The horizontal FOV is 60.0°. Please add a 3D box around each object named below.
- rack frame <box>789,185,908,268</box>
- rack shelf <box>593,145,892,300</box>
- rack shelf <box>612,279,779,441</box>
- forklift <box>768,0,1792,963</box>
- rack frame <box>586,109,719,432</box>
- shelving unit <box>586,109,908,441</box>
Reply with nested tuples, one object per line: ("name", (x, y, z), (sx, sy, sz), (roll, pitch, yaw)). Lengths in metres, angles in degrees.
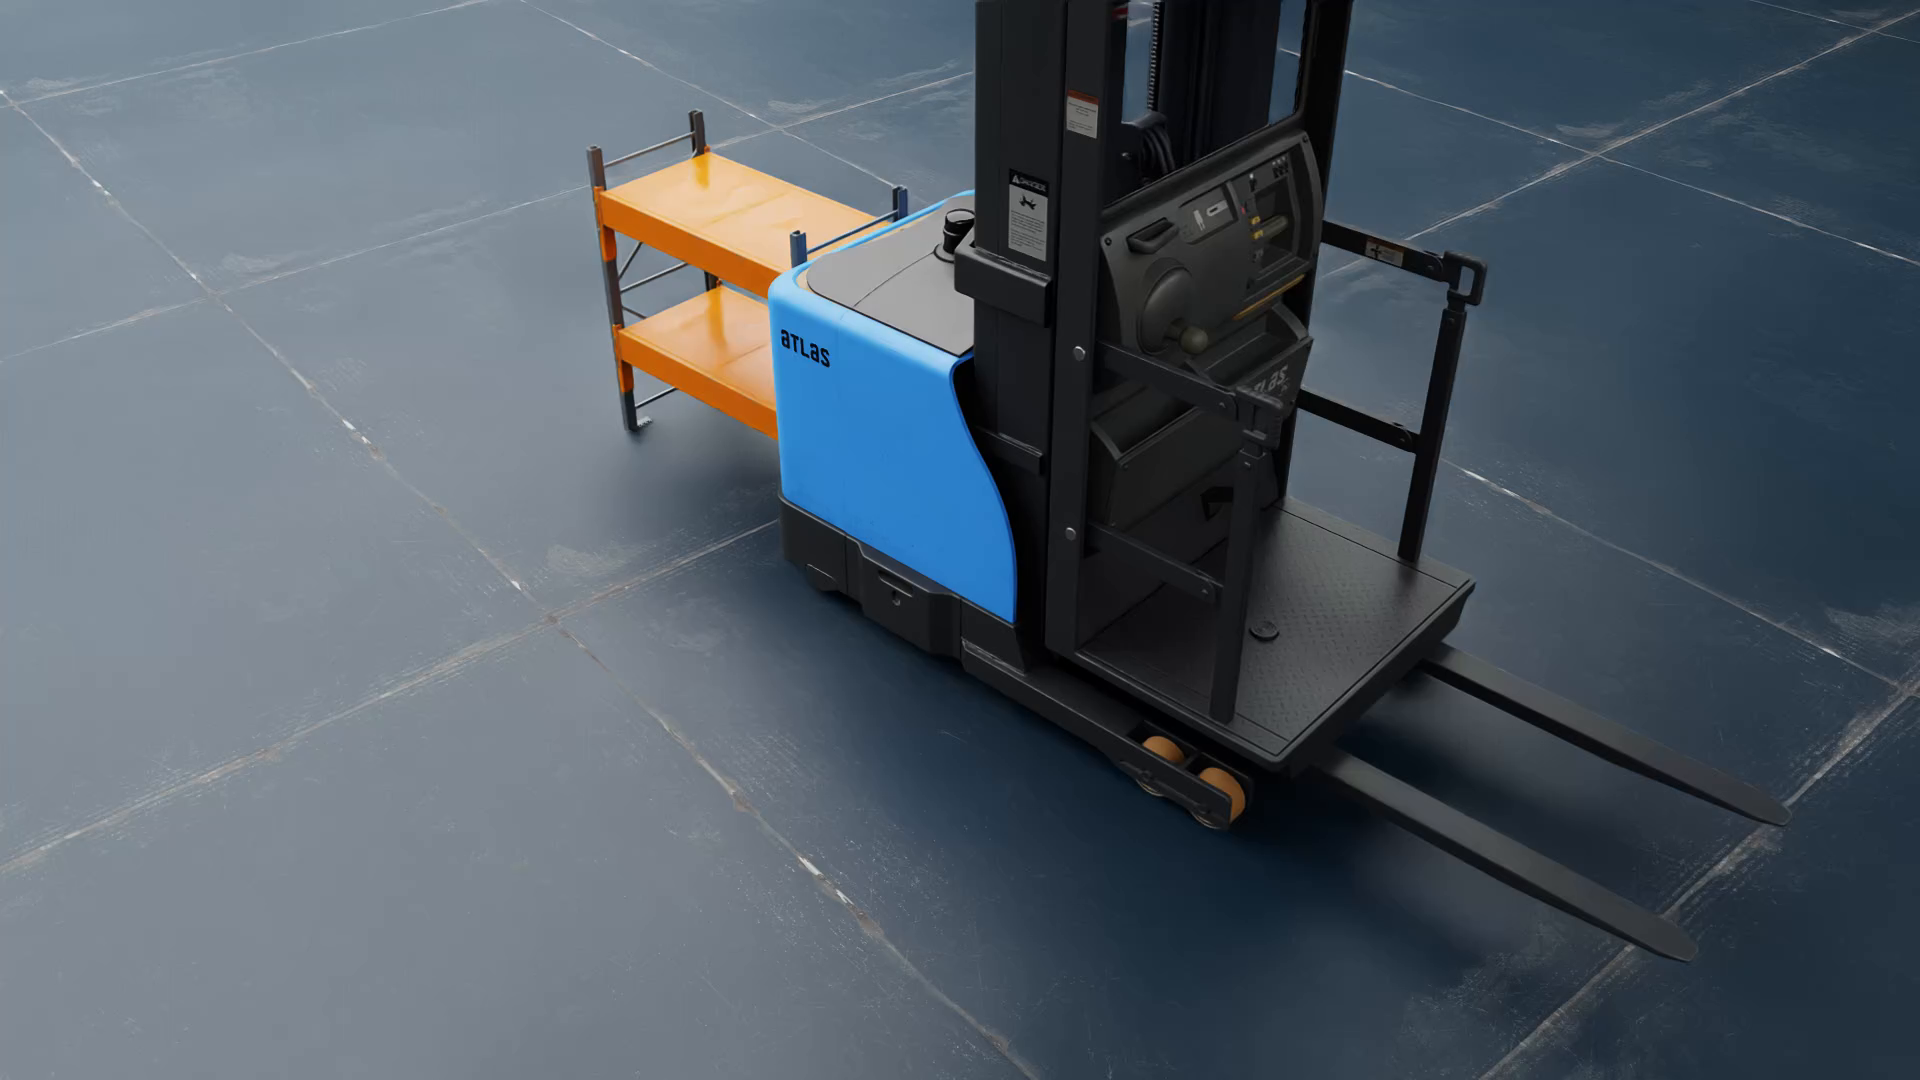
("rack frame", (-0.349, -0.590, 5.609), (0.032, 1.125, 0.500), (28, 44, 33))
("rack shelf", (-0.727, -1.026, 5.718), (1.000, 0.278, 0.538), (28, 44, 33))
("rack shelf", (-0.727, -0.587, 6.029), (1.000, 0.278, 0.538), (28, 44, 33))
("forklift", (0.833, -0.740, 4.259), (3.031, 2.935, 1.130), (28, 44, 33))
("rack frame", (-1.104, -0.984, 6.166), (0.032, 1.125, 0.500), (28, 44, 33))
("shelving unit", (-0.727, -0.787, 5.887), (1.048, 1.125, 0.538), (28, 44, 33))
